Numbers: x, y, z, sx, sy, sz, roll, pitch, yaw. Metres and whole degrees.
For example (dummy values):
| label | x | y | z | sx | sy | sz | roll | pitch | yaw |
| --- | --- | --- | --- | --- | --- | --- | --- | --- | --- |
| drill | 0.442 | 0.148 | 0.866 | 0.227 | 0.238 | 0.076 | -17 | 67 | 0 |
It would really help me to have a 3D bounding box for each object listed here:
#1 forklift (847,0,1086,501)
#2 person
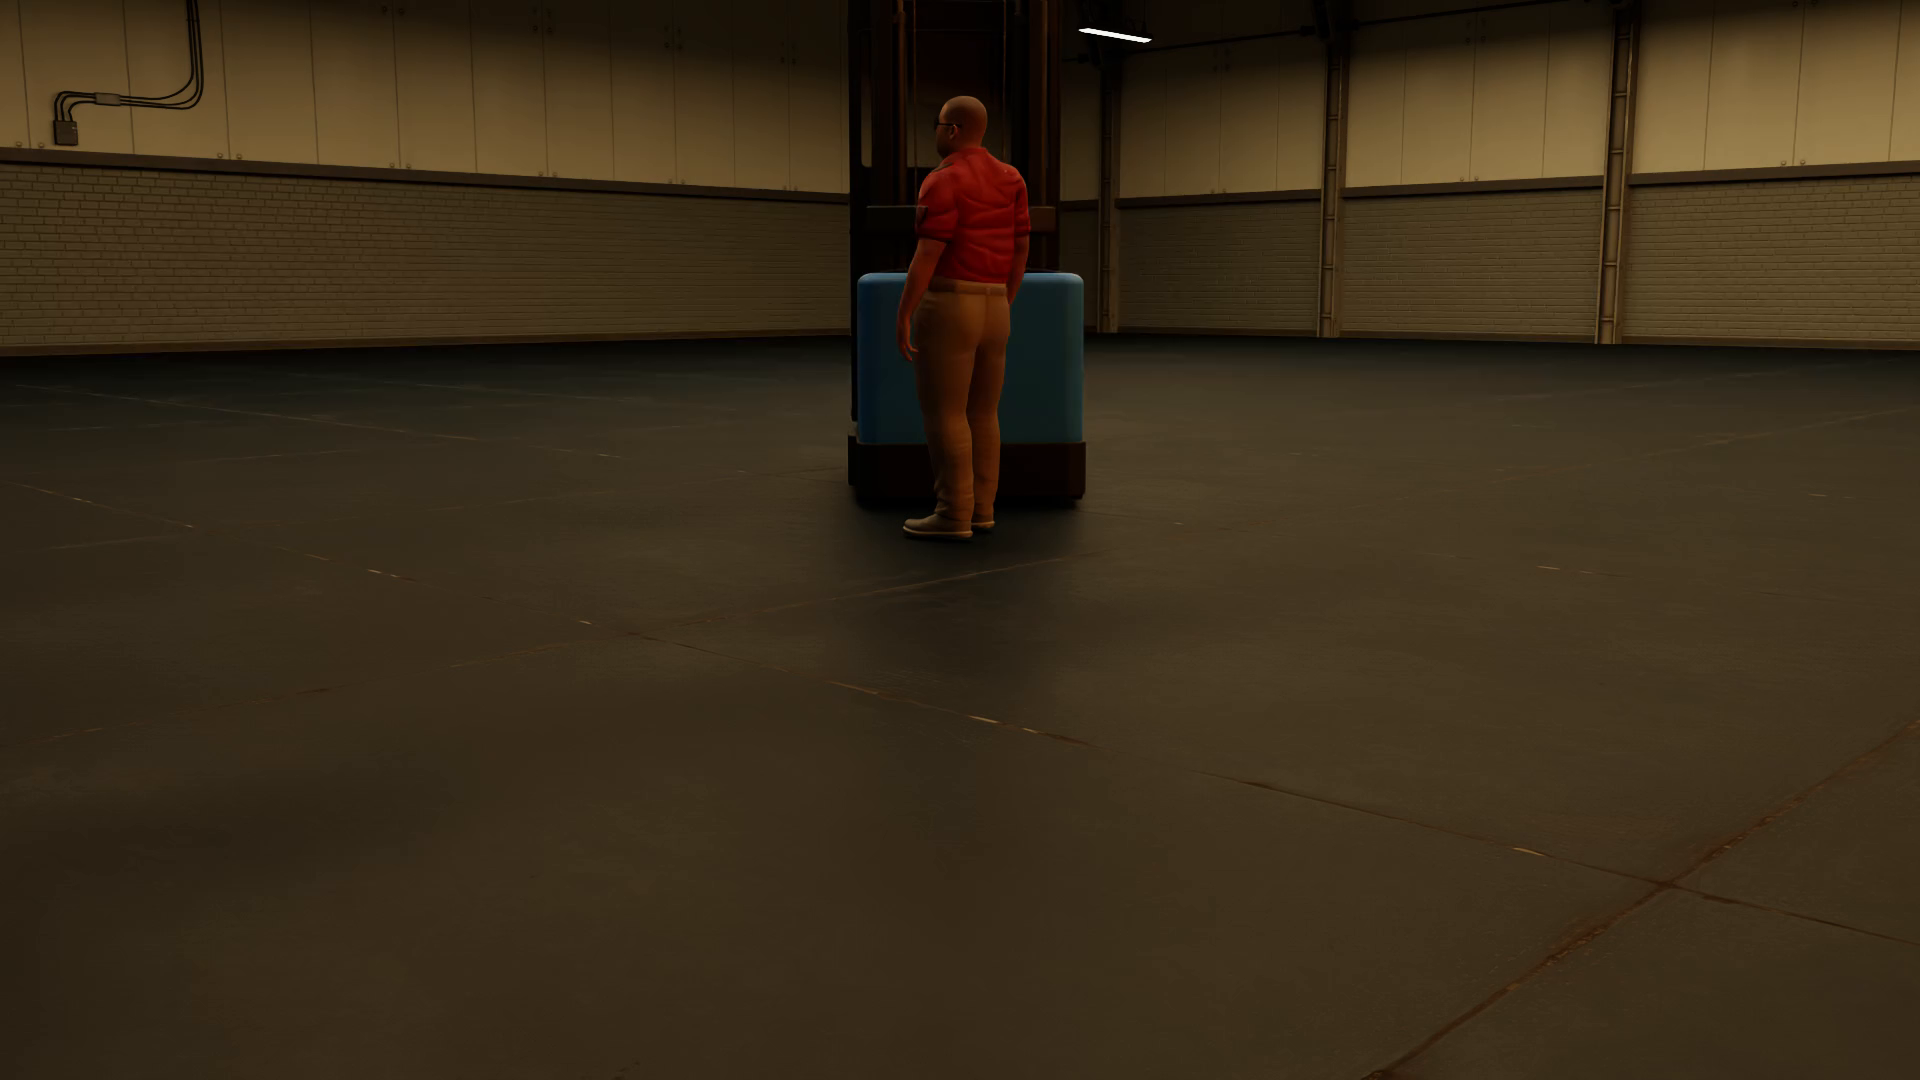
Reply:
| label | x | y | z | sx | sy | sz | roll | pitch | yaw |
| --- | --- | --- | --- | --- | --- | --- | --- | --- | --- |
| forklift | -0.046 | -1.801 | 8.836 | 1.130 | 2.935 | 3.031 | -1 | 9 | -4 |
| person | -0.057 | -0.873 | 6.657 | 0.550 | 1.728 | 0.641 | 8 | 12 | 43 |
